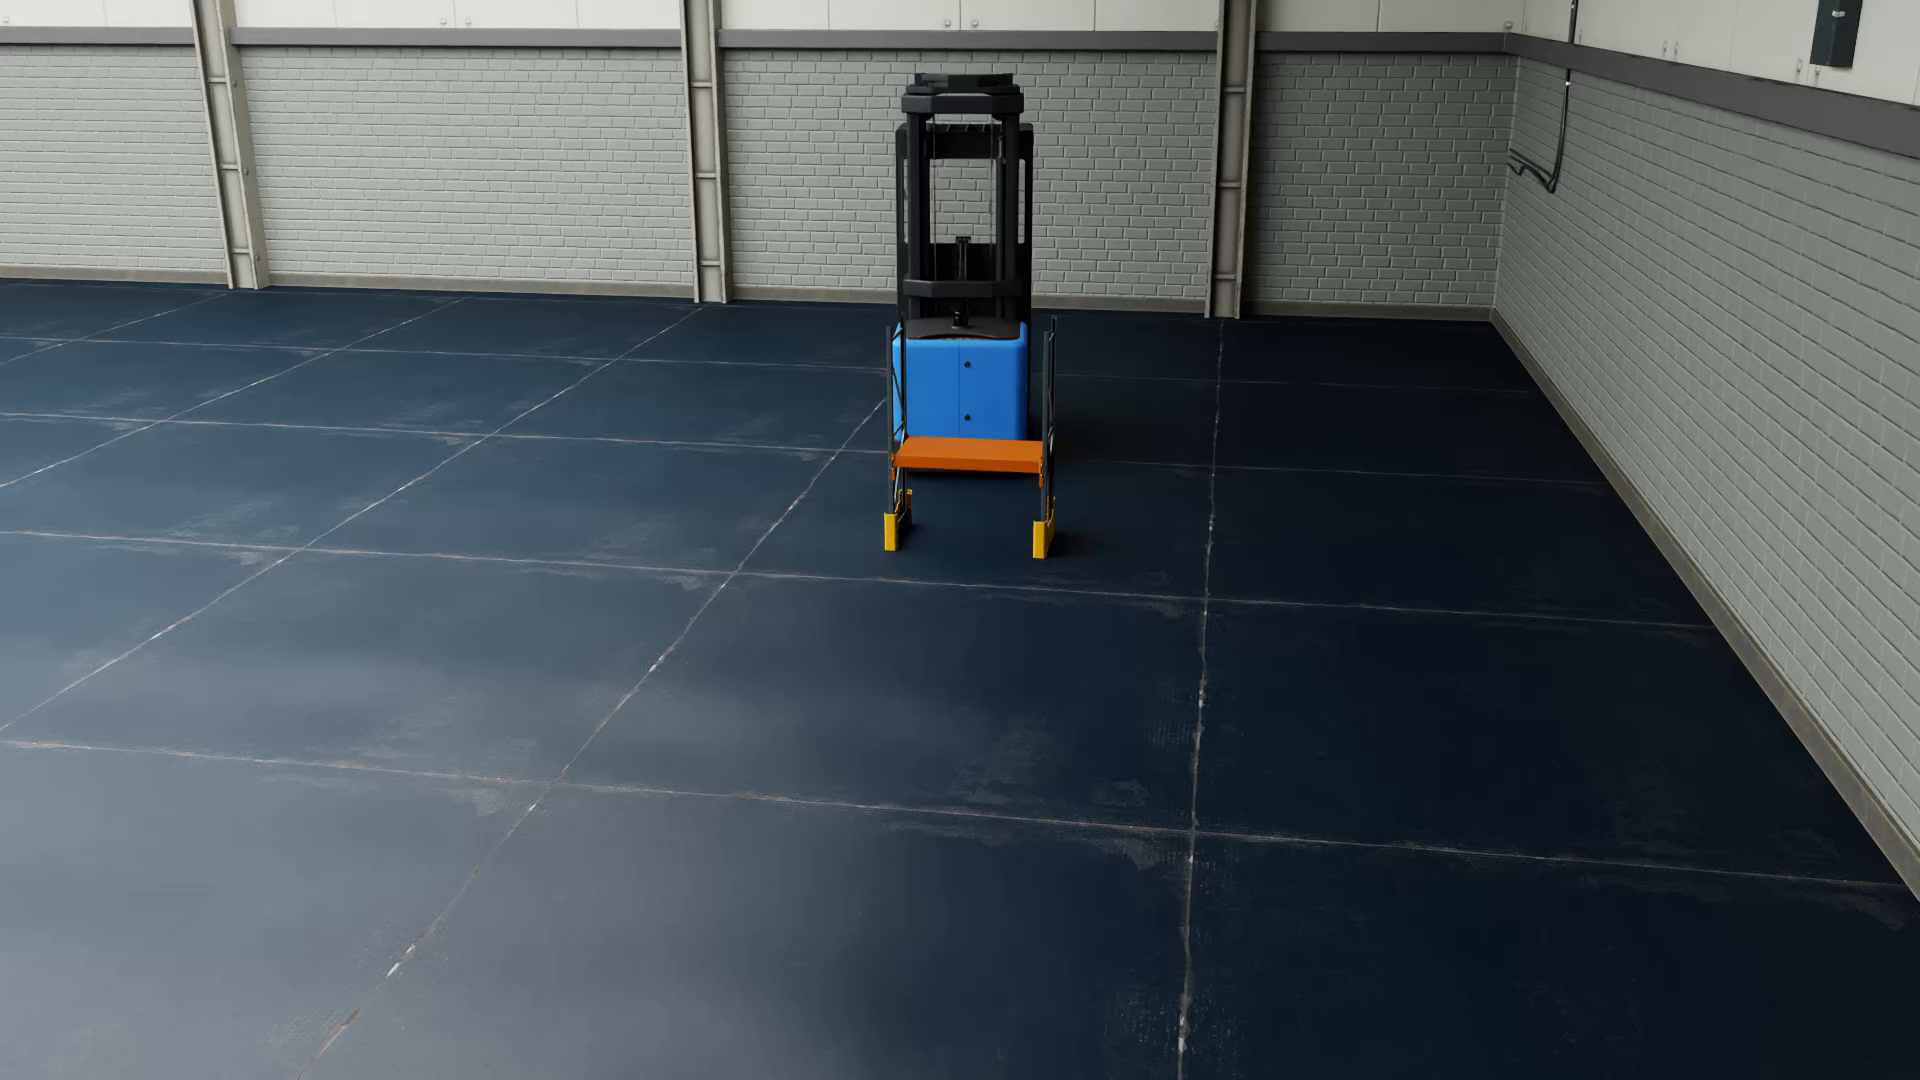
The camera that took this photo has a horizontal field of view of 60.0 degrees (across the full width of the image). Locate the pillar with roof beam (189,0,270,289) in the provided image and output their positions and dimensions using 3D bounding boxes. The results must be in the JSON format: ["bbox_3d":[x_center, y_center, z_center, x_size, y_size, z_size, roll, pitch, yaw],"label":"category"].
[{"bbox_3d":[-9.540,-6.081,15.294,0.400,9.000,9.100,3,19,9],"label":"pillar with roof beam"}]

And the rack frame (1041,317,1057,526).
[{"bbox_3d":[0.586,-0.681,10.976,0.032,1.500,0.500,3,19,9],"label":"rack frame"}]

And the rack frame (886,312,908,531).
[{"bbox_3d":[-0.418,-0.733,11.129,0.032,1.500,0.500,3,19,9],"label":"rack frame"}]

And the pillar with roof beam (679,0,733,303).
[{"bbox_3d":[-3.616,-5.779,14.392,0.400,9.000,9.100,3,19,9],"label":"pillar with roof beam"}]

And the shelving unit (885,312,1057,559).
[{"bbox_3d":[0.075,-0.707,11.054,1.083,1.500,0.587,3,19,9],"label":"shelving unit"}]

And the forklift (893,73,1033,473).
[{"bbox_3d":[0.043,-2.314,13.601,1.130,2.935,3.031,1,19,2],"label":"forklift"}]

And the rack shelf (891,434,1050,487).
[{"bbox_3d":[0.084,-0.536,11.109,1.000,0.185,0.538,3,19,9],"label":"rack shelf"}]

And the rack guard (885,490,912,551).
[{"bbox_3d":[-0.416,-0.140,11.327,0.087,0.250,0.587,3,19,9],"label":"rack guard"}]

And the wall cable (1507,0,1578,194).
[{"bbox_3d":[5.690,-4.790,16.331,0.112,2.526,3.097,3,19,9],"label":"wall cable"}]

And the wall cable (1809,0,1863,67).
[{"bbox_3d":[4.168,-4.902,6.413,0.169,6.003,2.305,3,19,9],"label":"wall cable"}]

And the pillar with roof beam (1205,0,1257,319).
[{"bbox_3d":[2.308,-5.477,13.489,0.400,9.000,9.100,3,19,9],"label":"pillar with roof beam"}]

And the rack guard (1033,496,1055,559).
[{"bbox_3d":[0.567,-0.090,11.177,0.087,0.250,0.587,3,19,9],"label":"rack guard"}]
